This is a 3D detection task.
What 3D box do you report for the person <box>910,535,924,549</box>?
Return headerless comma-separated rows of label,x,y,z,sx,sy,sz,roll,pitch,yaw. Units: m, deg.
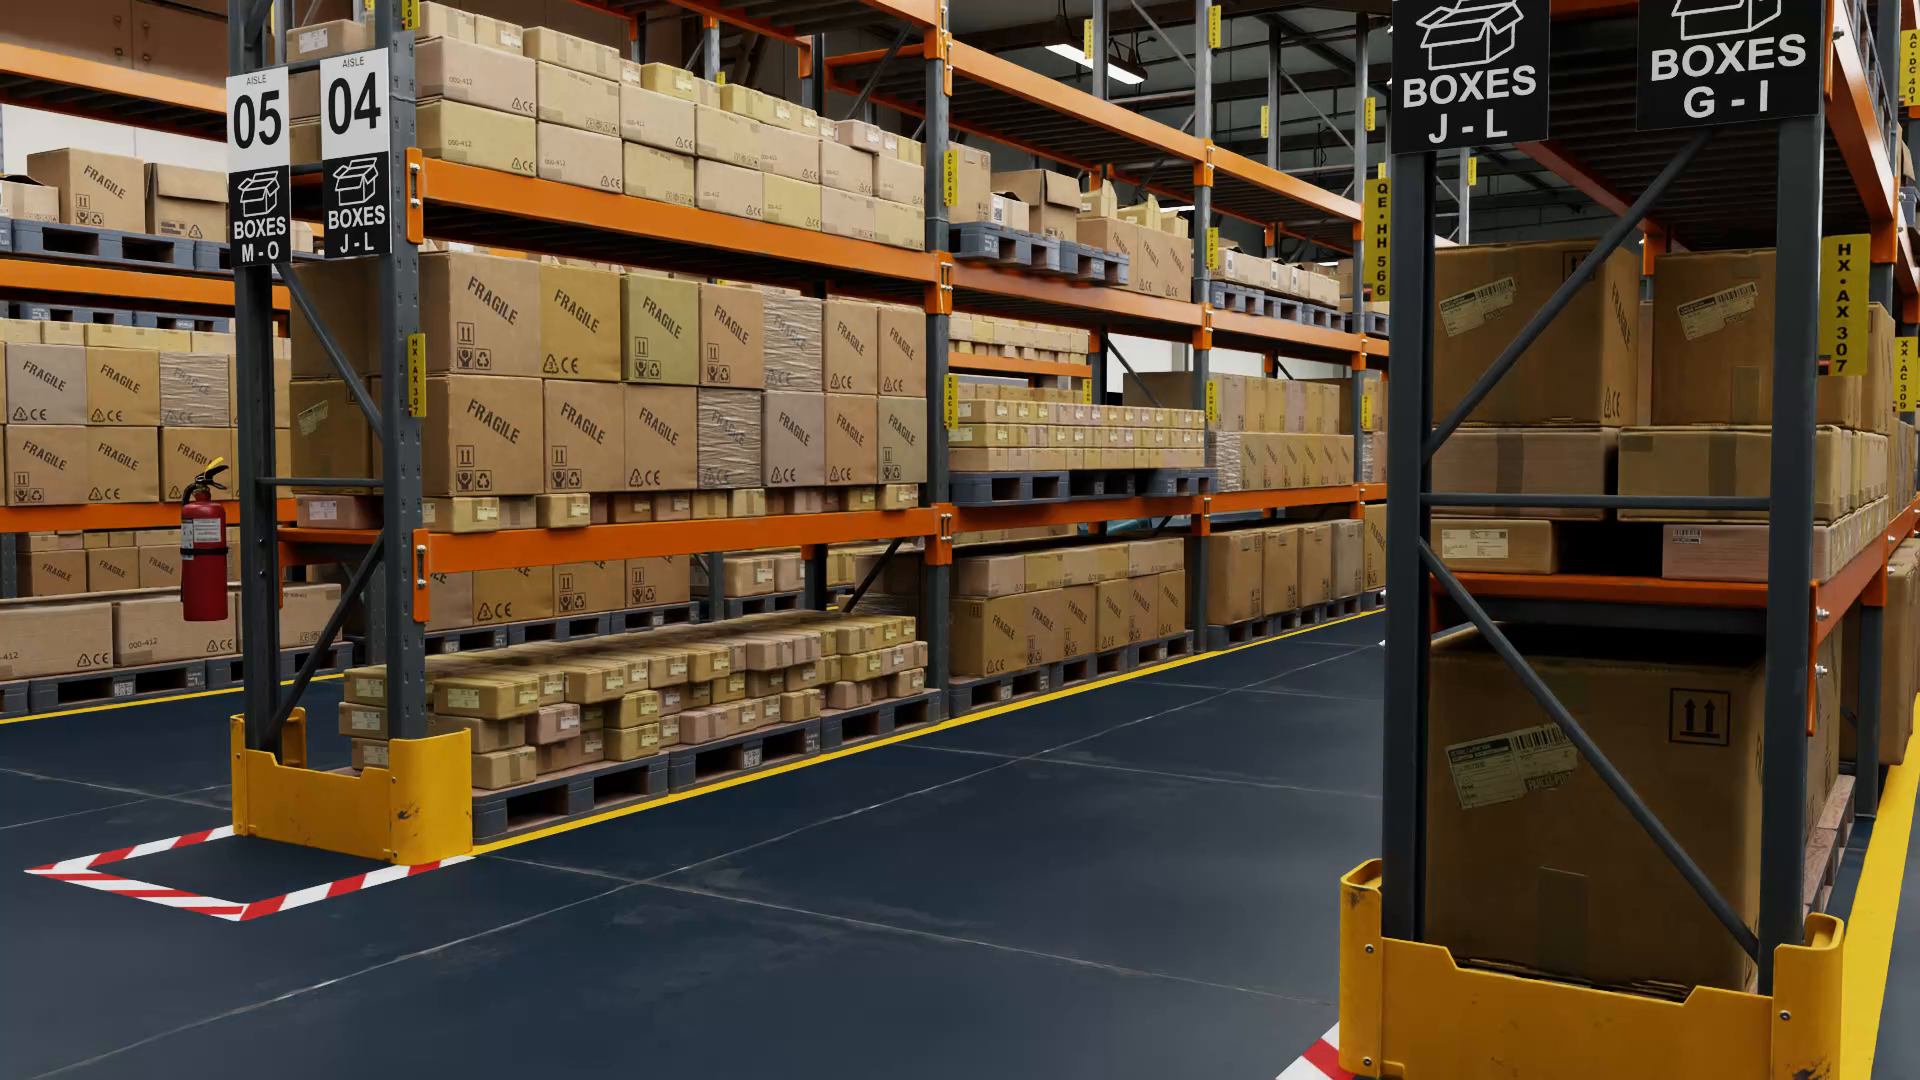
person,-0.328,-0.053,16.661,0.568,1.598,0.451,-1,3,-19
